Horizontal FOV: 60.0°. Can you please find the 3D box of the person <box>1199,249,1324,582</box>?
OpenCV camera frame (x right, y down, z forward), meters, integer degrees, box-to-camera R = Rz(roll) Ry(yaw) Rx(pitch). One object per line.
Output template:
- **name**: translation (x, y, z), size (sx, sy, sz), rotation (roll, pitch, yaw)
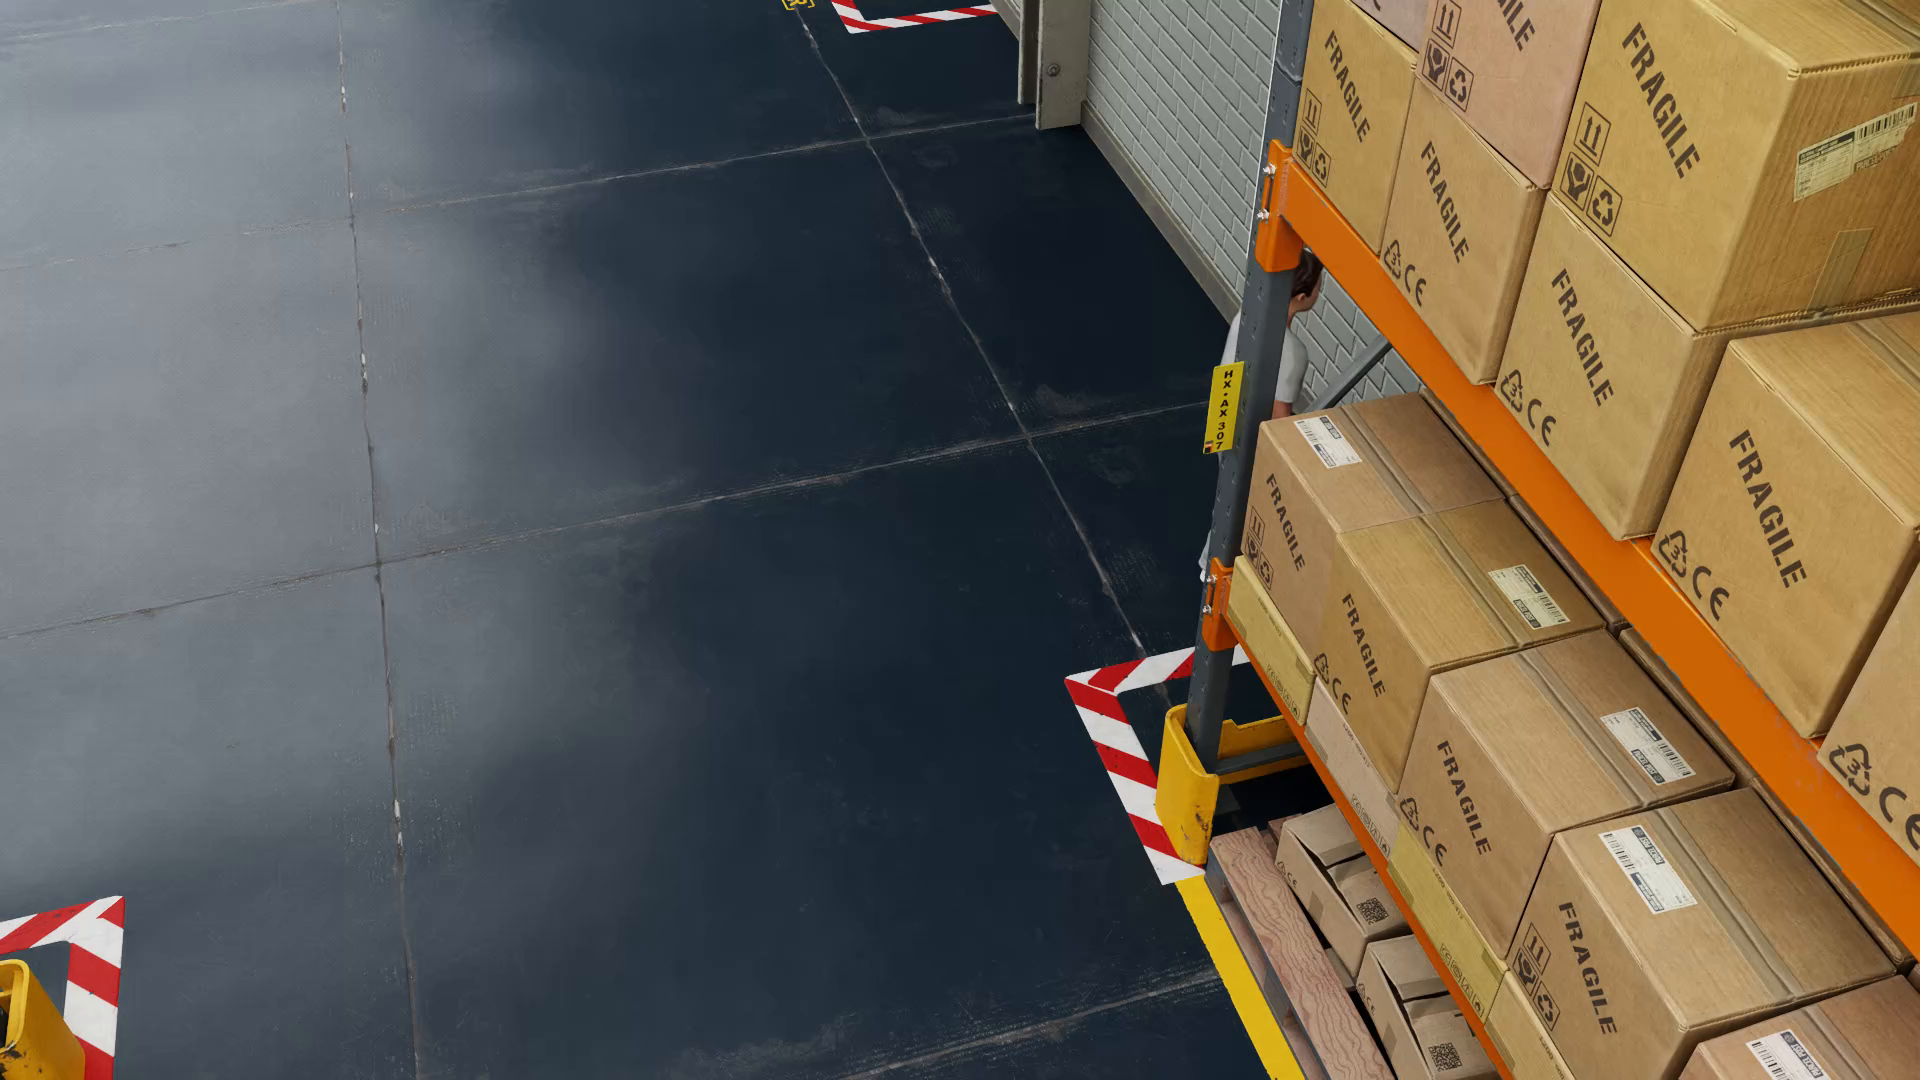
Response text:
- **person**: translation (1.192, -0.409, 6.609), size (0.354, 1.673, 0.490), rotation (-12, 44, -13)
